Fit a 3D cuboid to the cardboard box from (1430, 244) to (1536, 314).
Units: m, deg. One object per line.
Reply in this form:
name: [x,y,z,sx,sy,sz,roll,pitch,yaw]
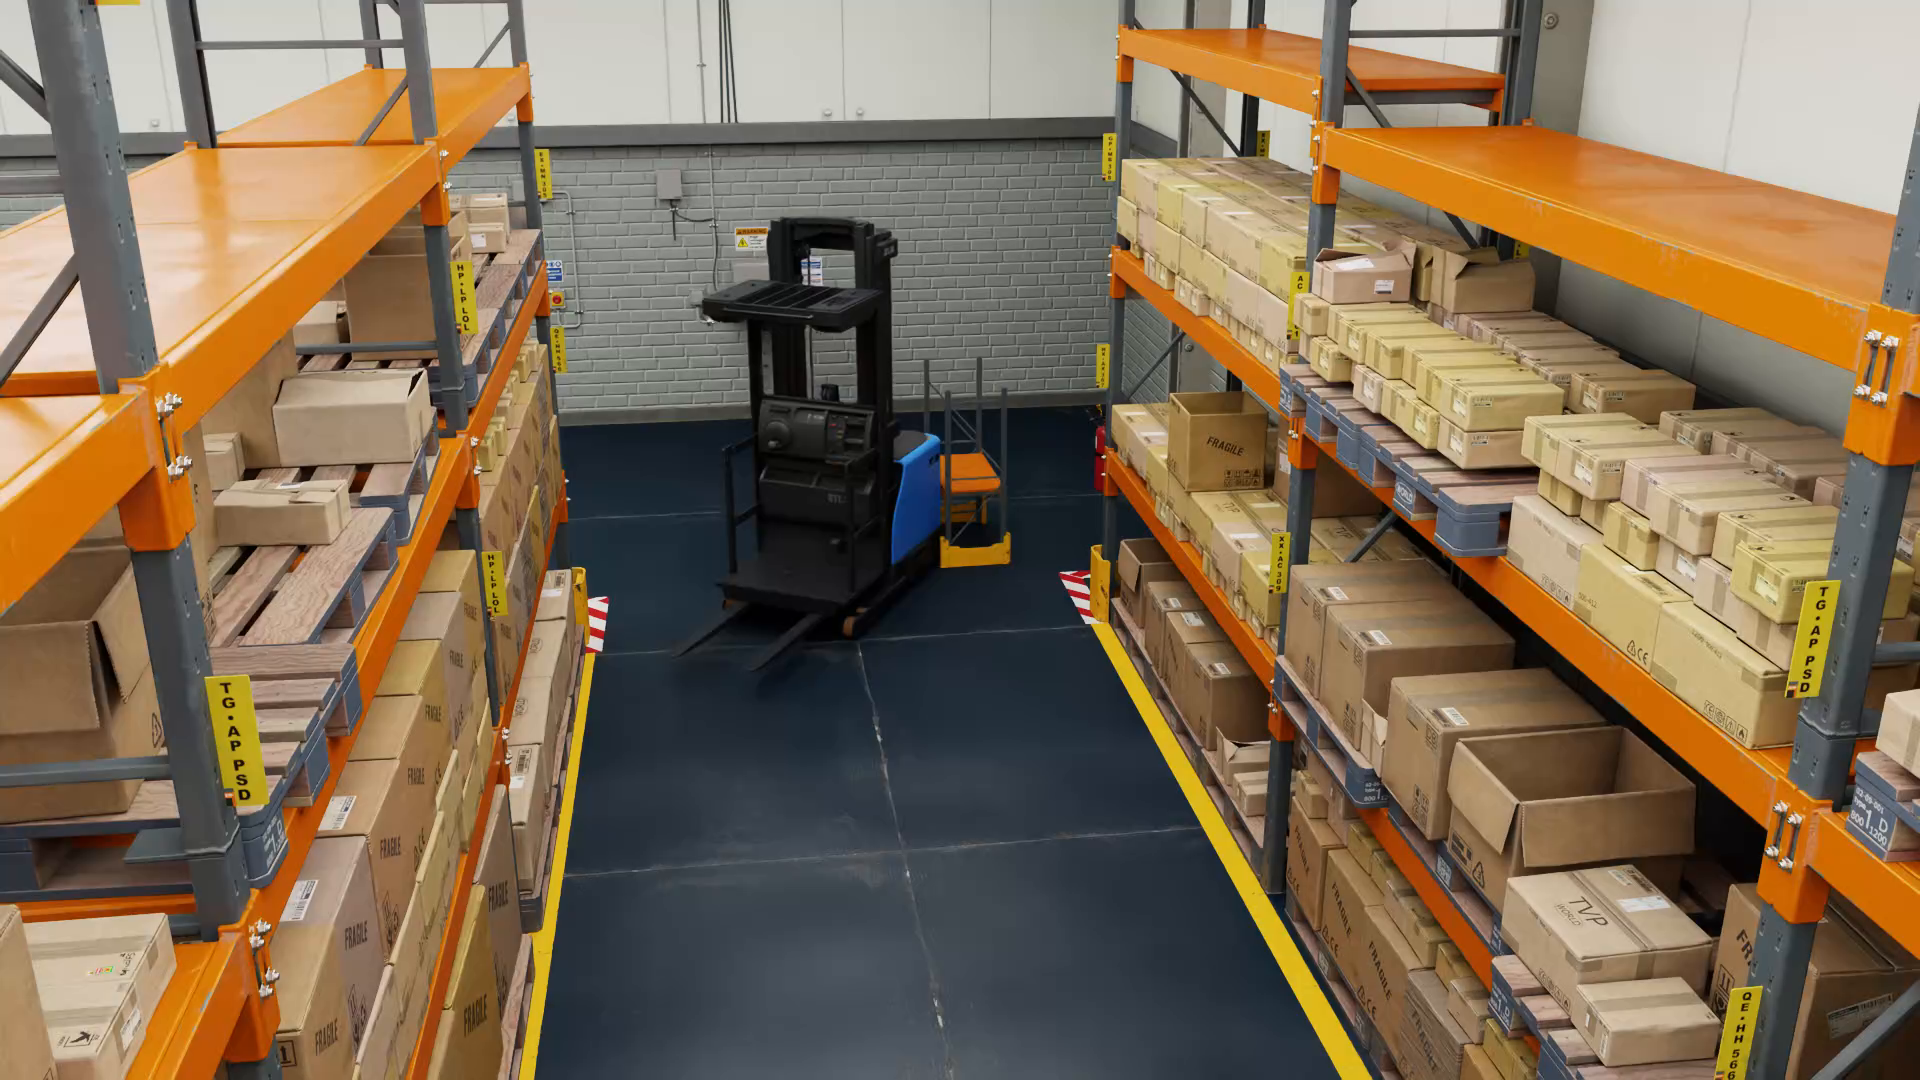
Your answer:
cardboard box: [2.345,-1.179,7.471,0.396,0.266,0.258,-3,21,-8]

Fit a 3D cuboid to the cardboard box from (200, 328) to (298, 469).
cardboard box: [-2.909,-0.584,6.536,0.500,0.500,0.500,-3,21,-9]

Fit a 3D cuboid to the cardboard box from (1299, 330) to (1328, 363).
cardboard box: [1.812,-0.914,7.780,0.380,0.149,0.250,-3,21,-7]

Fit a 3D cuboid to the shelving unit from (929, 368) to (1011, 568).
shelving unit: [0.033,-0.674,13.951,0.587,1.500,1.083,-4,21,-10]

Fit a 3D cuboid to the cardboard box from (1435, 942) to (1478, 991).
cardboard box: [2.268,1.842,7.116,0.380,0.149,0.250,-3,21,-8]

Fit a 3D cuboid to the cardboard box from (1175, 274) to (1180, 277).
cardboard box: [1.561,-1.613,10.395,0.380,0.149,0.250,-3,21,-8]

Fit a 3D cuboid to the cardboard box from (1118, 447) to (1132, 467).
cardboard box: [1.361,-0.646,12.092,0.380,0.149,0.250,-3,21,-8]

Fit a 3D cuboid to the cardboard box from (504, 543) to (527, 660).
cardboard box: [-2.626,0.348,8.928,0.500,0.500,0.500,-3,21,-7]

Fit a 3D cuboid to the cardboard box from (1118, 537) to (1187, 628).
cardboard box: [1.580,0.298,12.174,0.797,0.503,0.637,-4,21,-10]

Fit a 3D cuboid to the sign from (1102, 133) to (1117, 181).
sign: [1.049,-2.679,11.639,0.100,0.325,0.005,-3,21,-8]

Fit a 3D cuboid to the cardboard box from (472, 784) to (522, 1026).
cardboard box: [-2.581,1.754,7.743,0.875,0.875,0.875,-2,21,-6]

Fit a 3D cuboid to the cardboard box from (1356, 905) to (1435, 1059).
cardboard box: [2.163,2.003,7.612,0.500,0.500,0.500,-4,21,-9]

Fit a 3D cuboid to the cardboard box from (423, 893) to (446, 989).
cardboard box: [-2.230,1.489,6.232,0.500,0.250,0.500,-3,21,-8]

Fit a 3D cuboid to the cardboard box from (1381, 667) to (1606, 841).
cardboard box: [2.198,0.880,6.905,0.700,0.500,0.500,-3,21,-8]

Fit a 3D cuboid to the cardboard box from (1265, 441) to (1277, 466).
cardboard box: [2.054,-0.464,11.036,0.500,0.250,0.500,-2,21,-6]

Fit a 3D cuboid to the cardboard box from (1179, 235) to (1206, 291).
cardboard box: [1.632,-1.668,9.970,0.500,0.250,0.500,-3,21,-9]

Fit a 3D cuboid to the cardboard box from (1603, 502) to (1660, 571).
cardboard box: [2.340,-0.021,5.416,0.380,0.149,0.250,-3,21,-8]

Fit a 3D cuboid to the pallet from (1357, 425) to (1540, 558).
pallet: [2.339,-0.235,6.615,1.213,0.211,1.003,-3,21,-8]

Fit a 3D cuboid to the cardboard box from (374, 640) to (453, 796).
cardboard box: [-2.301,0.727,6.484,0.500,0.500,0.500,-2,21,-6]

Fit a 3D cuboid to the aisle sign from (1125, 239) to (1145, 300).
aisle sign: [1.285,-2.118,11.959,0.394,0.787,0.004,-3,21,-8]

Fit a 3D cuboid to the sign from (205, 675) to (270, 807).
sign: [-1.635,0.456,3.756,0.100,0.325,0.005,-3,21,-8]

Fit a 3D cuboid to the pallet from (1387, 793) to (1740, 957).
pallet: [2.454,1.295,6.810,1.003,0.211,1.213,-3,21,-8]

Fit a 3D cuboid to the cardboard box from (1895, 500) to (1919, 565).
cardboard box: [2.951,-0.013,4.972,0.380,0.149,0.250,-3,21,-7]

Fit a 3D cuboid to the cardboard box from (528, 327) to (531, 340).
cardboard box: [-3.076,-1.345,11.105,0.380,0.149,0.250,-3,21,-7]

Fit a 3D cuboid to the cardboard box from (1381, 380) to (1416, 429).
cardboard box: [1.961,-0.561,6.833,0.380,0.149,0.250,-3,21,-8]

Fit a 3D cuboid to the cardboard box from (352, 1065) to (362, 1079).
cardboard box: [-2.001,1.778,4.742,0.500,0.250,0.500,-3,21,-8]

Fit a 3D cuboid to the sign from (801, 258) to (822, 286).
sign: [-1.603,-2.698,17.364,0.329,0.494,0.001,-3,21,-8]

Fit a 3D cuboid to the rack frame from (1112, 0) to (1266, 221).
rack frame: [1.585,-3.702,11.340,1.000,3.000,0.127,-3,21,-8]

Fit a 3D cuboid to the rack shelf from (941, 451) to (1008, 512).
rack shelf: [0.034,-0.502,14.006,0.538,0.185,1.000,-4,21,-10]

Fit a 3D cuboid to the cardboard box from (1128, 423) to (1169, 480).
cardboard box: [1.457,-0.615,11.440,0.500,0.250,0.500,-3,21,-7]

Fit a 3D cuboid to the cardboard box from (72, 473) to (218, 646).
cardboard box: [-2.503,0.148,4.577,0.700,0.500,0.500,-4,21,-10]

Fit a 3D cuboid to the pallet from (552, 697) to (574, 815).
pallet: [-2.961,1.361,10.345,1.003,0.211,1.213,-3,21,-8]

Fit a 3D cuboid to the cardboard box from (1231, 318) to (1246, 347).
cardboard box: [1.725,-1.167,9.200,0.380,0.149,0.250,-3,21,-8]

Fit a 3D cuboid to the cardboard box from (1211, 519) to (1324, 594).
cardboard box: [1.760,0.088,9.558,0.500,0.250,0.500,-3,21,-8]

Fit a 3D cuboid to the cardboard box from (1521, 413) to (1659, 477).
cardboard box: [2.209,-0.336,5.835,0.380,0.149,0.250,-3,21,-8]

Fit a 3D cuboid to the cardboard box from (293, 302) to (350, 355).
cardboard box: [-3.158,-1.046,7.965,0.396,0.266,0.258,-2,21,-6]

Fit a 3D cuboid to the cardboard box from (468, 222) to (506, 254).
cardboard box: [-3.032,-1.878,10.362,0.380,0.149,0.250,-5,21,-12]

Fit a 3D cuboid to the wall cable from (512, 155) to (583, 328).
wall cable: [-4.162,-3.082,16.757,0.585,1.953,0.123,-3,21,-8]

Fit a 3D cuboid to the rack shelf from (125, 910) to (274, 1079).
rack shelf: [-1.884,1.754,2.047,1.077,0.370,4.000,-3,21,-8]

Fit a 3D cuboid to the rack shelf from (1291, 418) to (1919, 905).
rack shelf: [2.450,0.118,6.429,1.077,0.370,4.000,-3,21,-8]

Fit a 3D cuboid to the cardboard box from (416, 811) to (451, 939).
cardboard box: [-2.194,1.250,6.157,0.500,0.250,0.500,-3,21,-7]

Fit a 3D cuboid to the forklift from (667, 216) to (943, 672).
forklift: [-1.159,-0.809,12.268,1.130,2.935,3.031,8,22,20]

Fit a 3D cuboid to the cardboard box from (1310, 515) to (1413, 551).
cardboard box: [2.279,0.066,9.616,0.500,0.250,0.500,-3,21,-8]

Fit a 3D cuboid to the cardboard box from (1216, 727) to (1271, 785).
cardboard box: [1.740,1.276,9.895,0.396,0.266,0.258,-2,21,-6]

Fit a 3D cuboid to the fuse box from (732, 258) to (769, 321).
fuse box: [-2.062,-2.043,17.314,0.539,1.711,0.414,-3,21,-8]

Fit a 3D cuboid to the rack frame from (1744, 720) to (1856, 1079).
rack frame: [2.739,1.878,4.974,1.000,3.000,0.127,-3,21,-8]

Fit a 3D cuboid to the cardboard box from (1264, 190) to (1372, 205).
cardboard box: [2.130,-1.928,9.952,0.500,0.250,0.500,-3,21,-8]

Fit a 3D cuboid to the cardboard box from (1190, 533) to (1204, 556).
cardboard box: [1.661,-0.022,10.420,0.380,0.149,0.250,-3,21,-8]

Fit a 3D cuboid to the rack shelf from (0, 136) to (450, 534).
rack shelf: [-2.461,-0.848,5.300,1.077,0.370,4.000,-3,21,-8]

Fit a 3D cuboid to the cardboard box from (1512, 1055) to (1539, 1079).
cardboard box: [2.359,2.111,6.398,0.380,0.149,0.250,-2,21,-6]

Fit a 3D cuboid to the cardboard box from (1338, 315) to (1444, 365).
cardboard box: [1.875,-0.873,7.243,0.380,0.149,0.250,-3,21,-9]

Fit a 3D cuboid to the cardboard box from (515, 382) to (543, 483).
cardboard box: [-2.848,-0.649,10.170,0.500,0.500,0.500,-3,21,-8]

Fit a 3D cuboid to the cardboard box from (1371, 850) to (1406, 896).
cardboard box: [2.168,1.576,7.829,0.380,0.149,0.250,-3,21,-9]

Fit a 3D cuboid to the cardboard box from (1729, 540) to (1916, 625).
cardboard box: [2.396,0.113,4.632,0.380,0.149,0.250,-2,21,-6]

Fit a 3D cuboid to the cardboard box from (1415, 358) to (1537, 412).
cardboard box: [2.025,-0.609,6.537,0.380,0.149,0.250,-3,21,-7]

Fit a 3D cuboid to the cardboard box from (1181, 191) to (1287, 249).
cardboard box: [1.625,-1.907,9.898,0.500,0.250,0.500,-2,21,-6]

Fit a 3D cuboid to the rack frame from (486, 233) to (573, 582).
rack frame: [-3.326,-0.640,11.716,1.000,3.000,0.127,-3,21,-8]

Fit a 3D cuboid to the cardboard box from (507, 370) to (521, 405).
cardboard box: [-2.838,-0.906,9.929,0.380,0.149,0.250,-2,21,-6]
